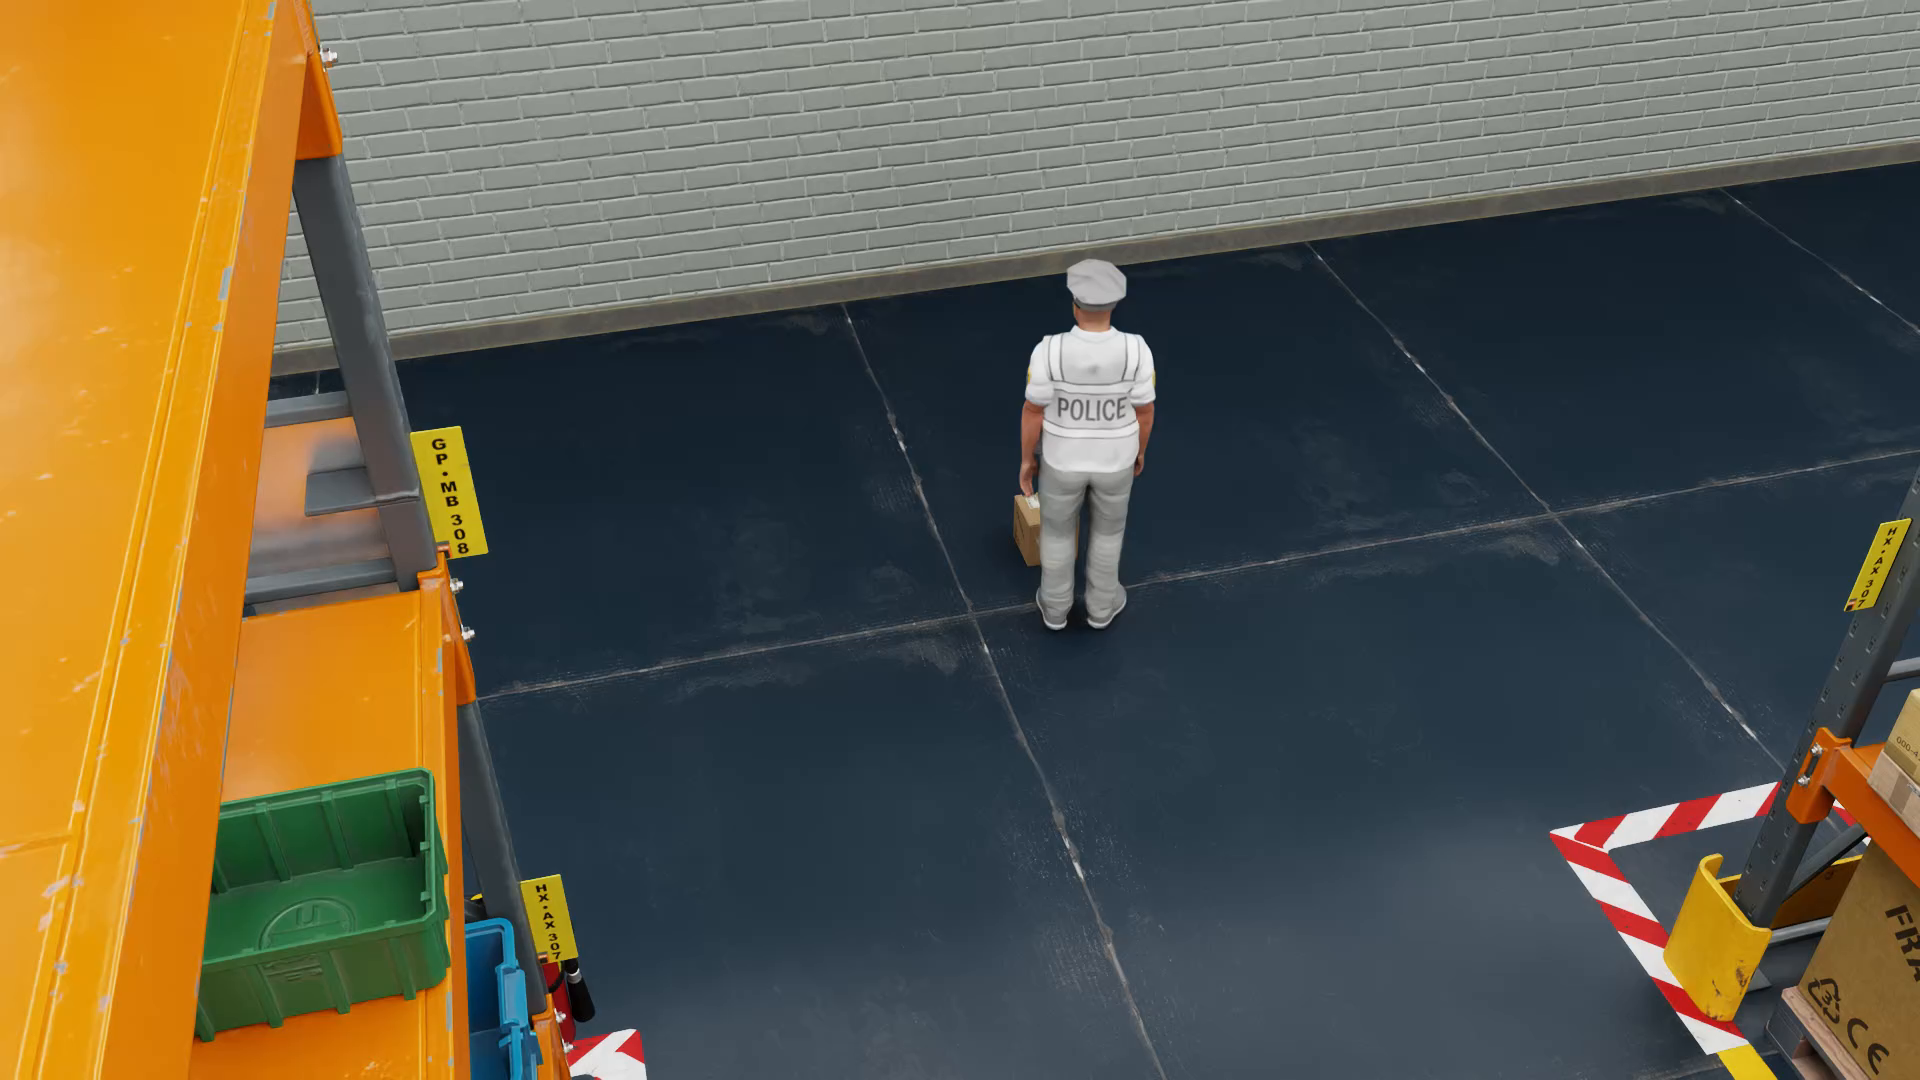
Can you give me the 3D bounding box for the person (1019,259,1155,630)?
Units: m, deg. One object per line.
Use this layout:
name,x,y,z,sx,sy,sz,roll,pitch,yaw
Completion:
person,0.535,-0.370,7.150,0.562,1.773,0.402,-1,38,-2
